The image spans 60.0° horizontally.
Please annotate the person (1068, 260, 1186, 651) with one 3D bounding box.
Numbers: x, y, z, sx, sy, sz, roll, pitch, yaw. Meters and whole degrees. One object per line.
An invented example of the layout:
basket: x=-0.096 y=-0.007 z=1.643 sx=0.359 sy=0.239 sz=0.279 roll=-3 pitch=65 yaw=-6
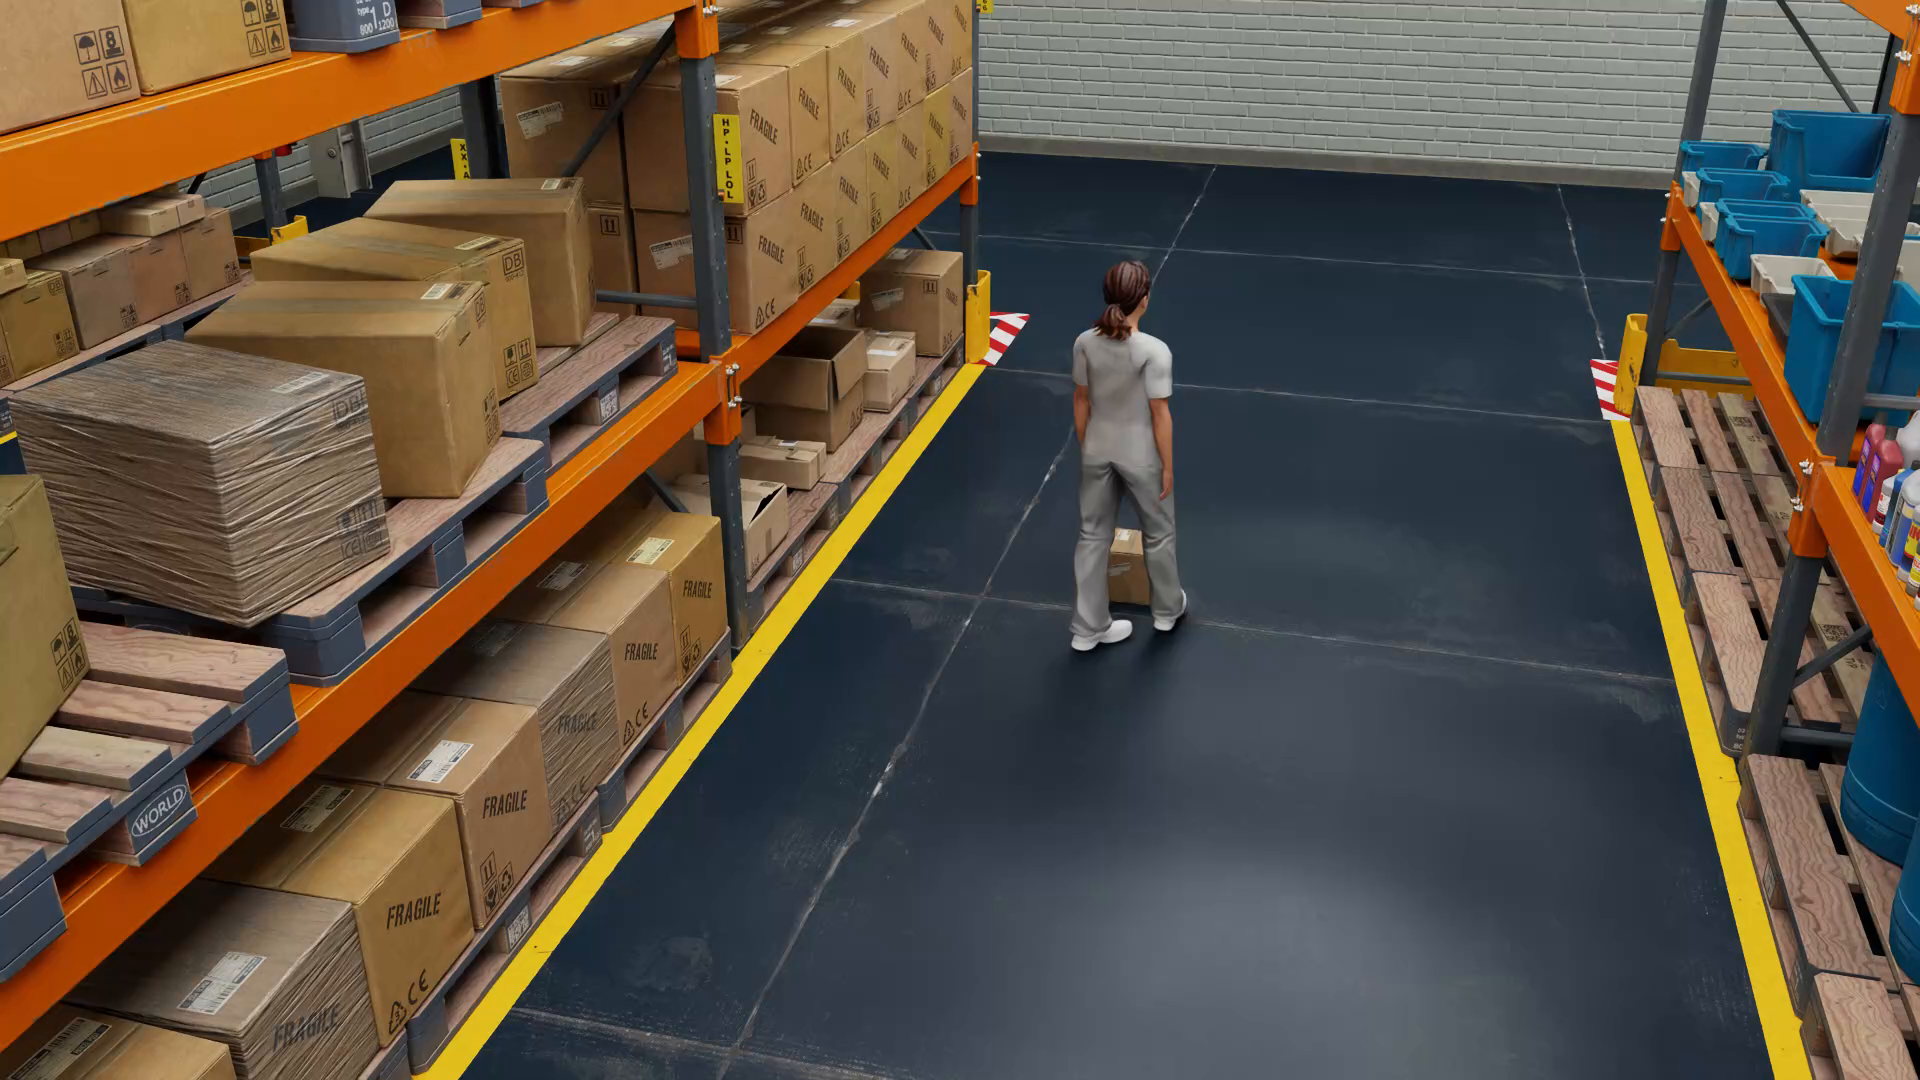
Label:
person: x=0.728 y=-0.372 z=6.888 sx=0.449 sy=1.668 sz=0.624 roll=13 pitch=28 yaw=26
